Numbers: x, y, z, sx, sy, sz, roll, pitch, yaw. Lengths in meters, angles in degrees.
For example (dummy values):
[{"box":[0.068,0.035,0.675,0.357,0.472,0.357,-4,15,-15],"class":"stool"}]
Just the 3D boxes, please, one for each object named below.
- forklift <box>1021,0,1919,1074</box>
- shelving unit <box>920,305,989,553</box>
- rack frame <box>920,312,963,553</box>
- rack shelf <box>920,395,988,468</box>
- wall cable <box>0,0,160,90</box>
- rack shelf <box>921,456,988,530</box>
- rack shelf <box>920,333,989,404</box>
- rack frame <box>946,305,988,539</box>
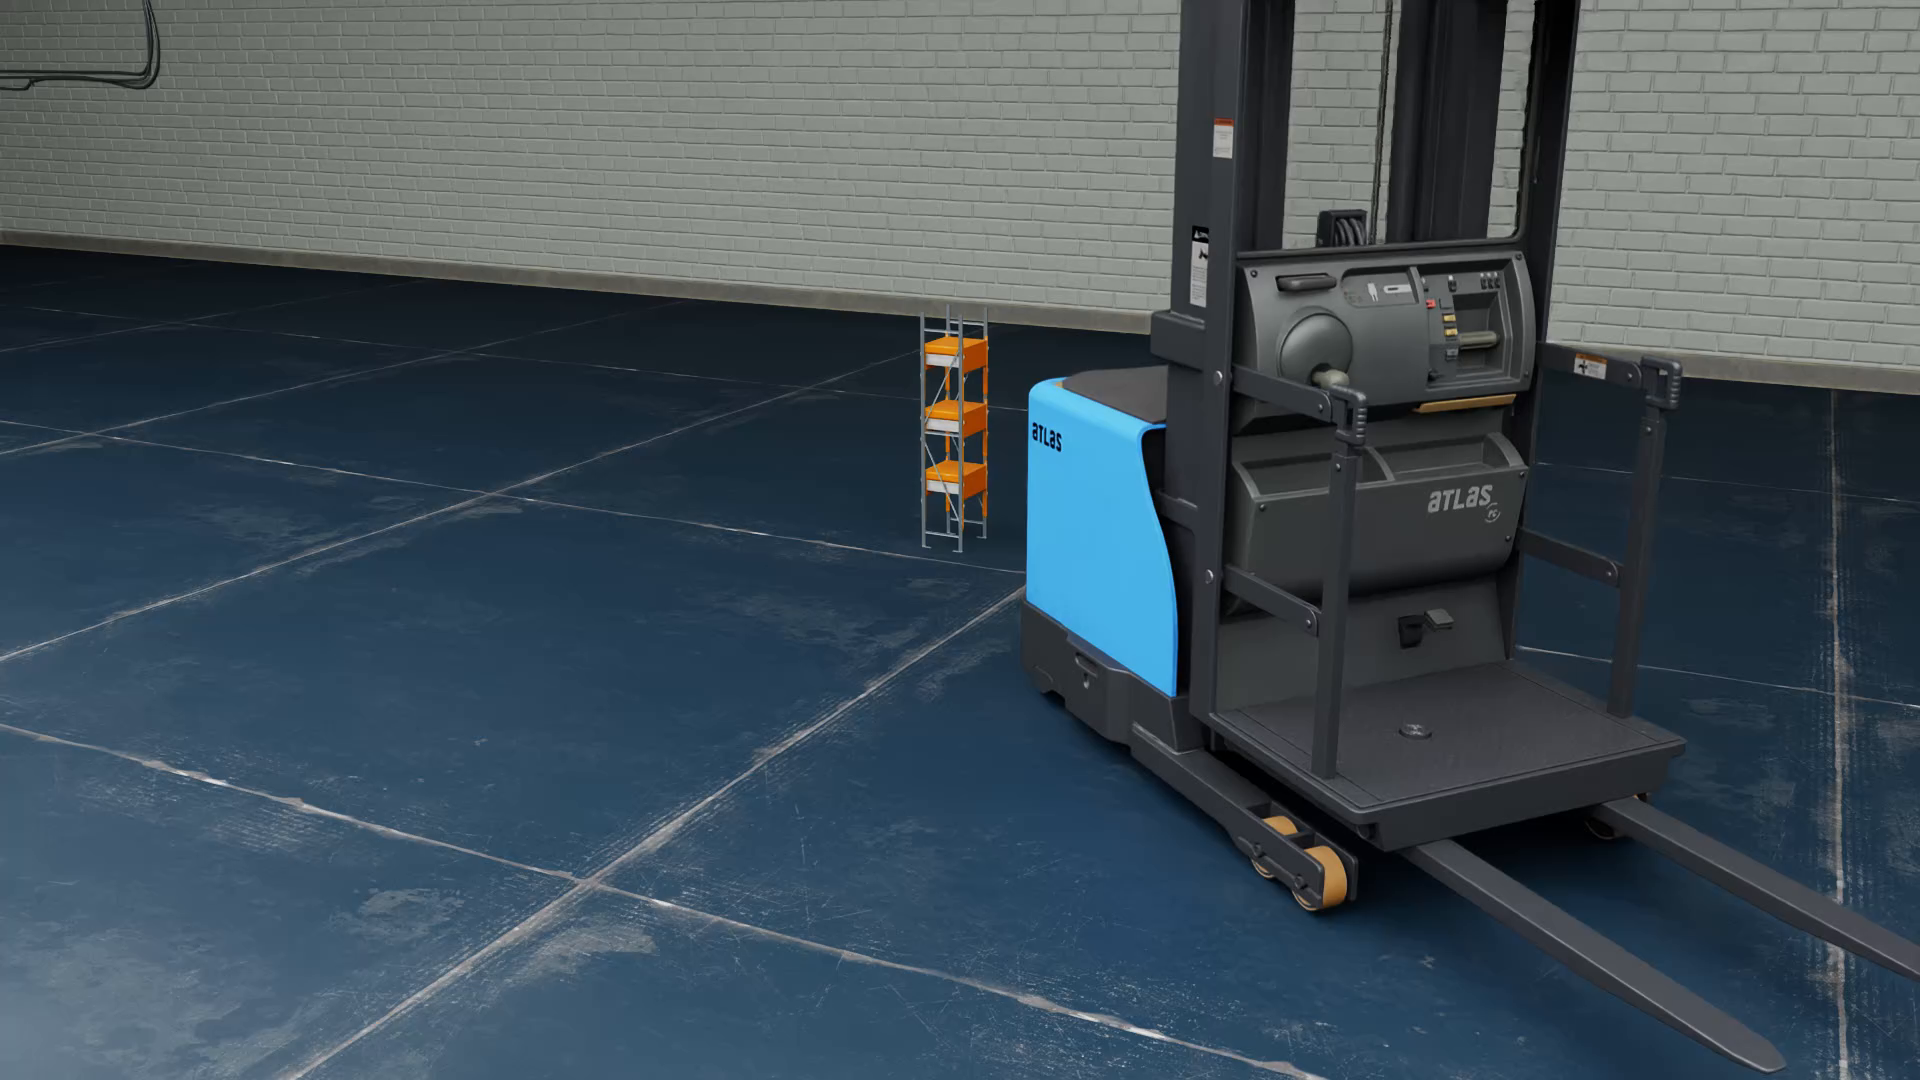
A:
[{"box":[1.270,-0.585,4.346,1.130,2.935,3.031,-7,18,-23],"class":"forklift"},{"box":[-0.024,-0.490,7.329,0.215,1.050,0.252,8,18,25],"class":"shelving unit"},{"box":[-0.078,-0.459,7.224,0.200,1.050,0.008,8,18,25],"class":"rack frame"},{"box":[-0.024,-0.479,7.332,0.215,0.259,0.240,8,18,25],"class":"rack shelf"},{"box":[-9.522,-5.969,17.270,3.097,2.526,0.112,8,18,25],"class":"wall cable"},{"box":[-0.024,-0.213,7.411,0.215,0.259,0.240,8,18,25],"class":"rack shelf"},{"box":[-0.024,-0.752,7.251,0.215,0.259,0.240,8,18,25],"class":"rack shelf"},{"box":[0.031,-0.521,7.434,0.200,1.050,0.008,8,18,25],"class":"rack frame"}]
